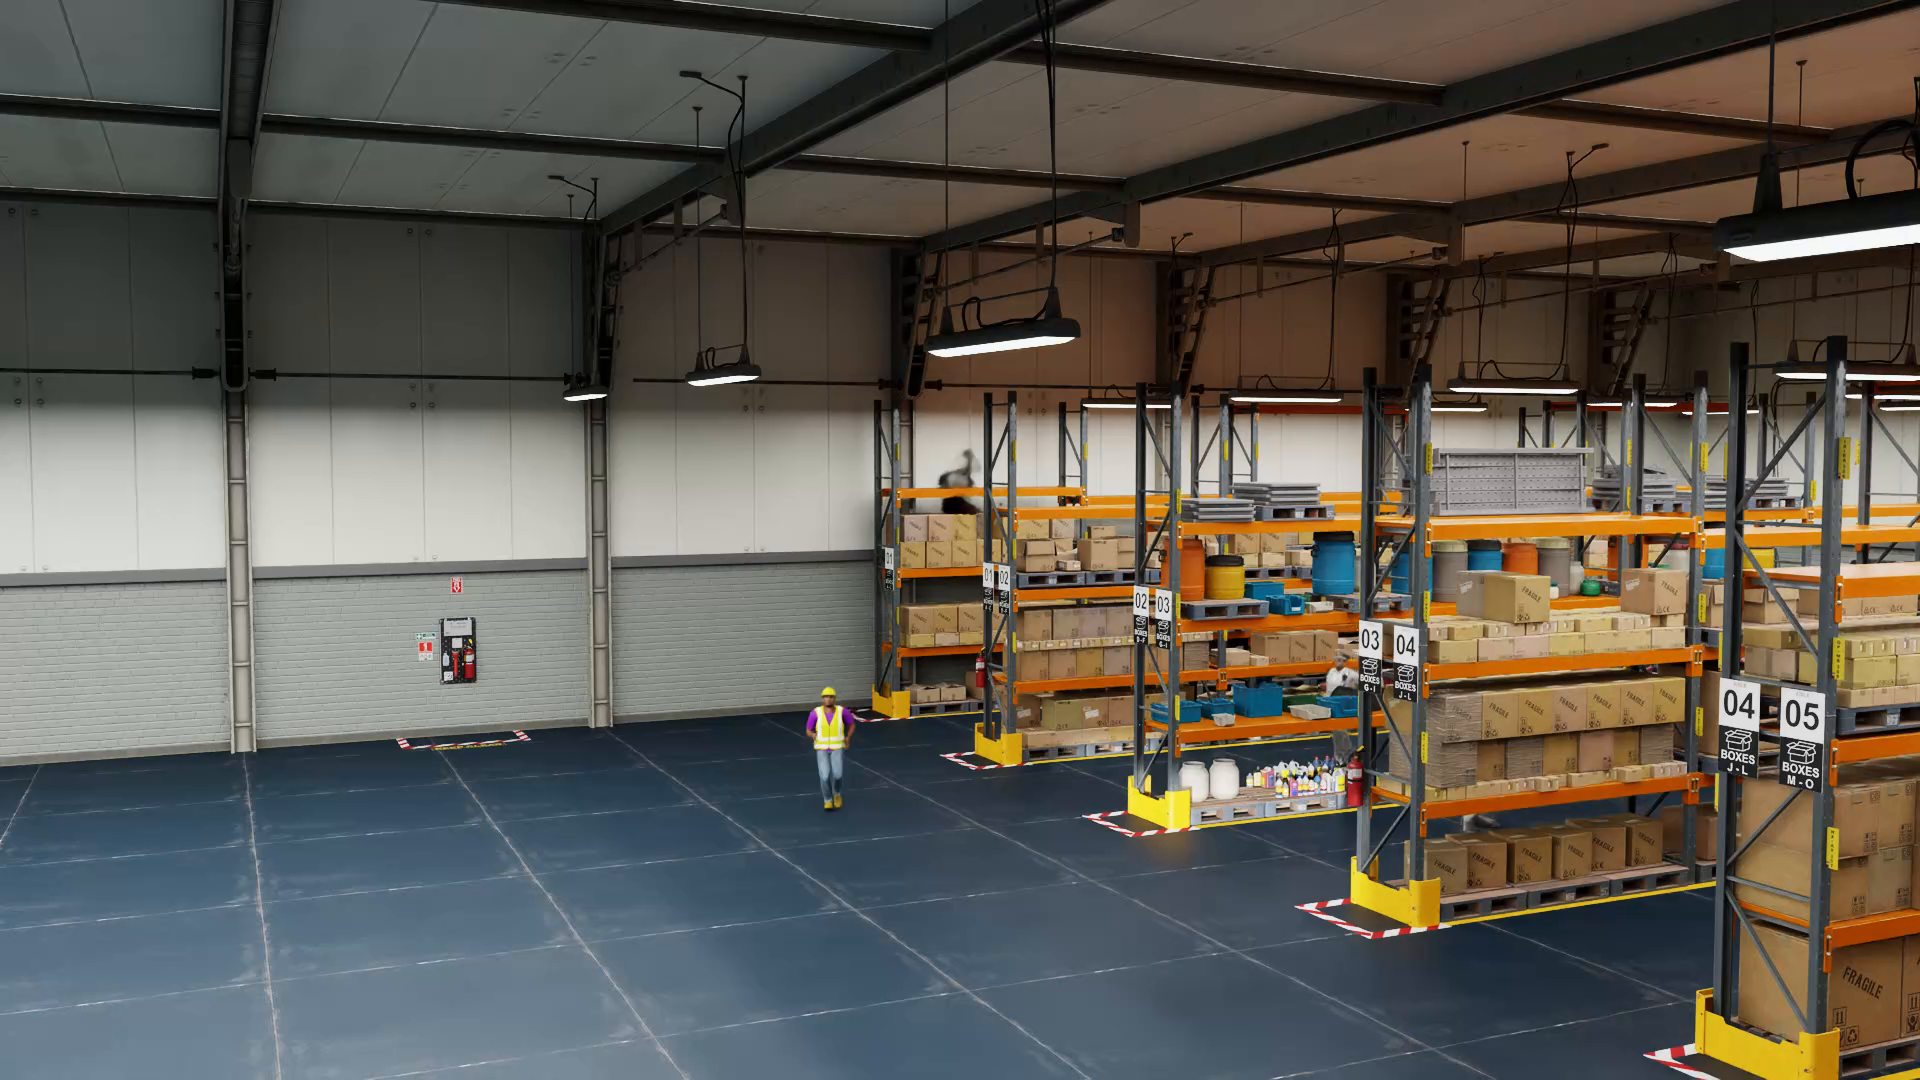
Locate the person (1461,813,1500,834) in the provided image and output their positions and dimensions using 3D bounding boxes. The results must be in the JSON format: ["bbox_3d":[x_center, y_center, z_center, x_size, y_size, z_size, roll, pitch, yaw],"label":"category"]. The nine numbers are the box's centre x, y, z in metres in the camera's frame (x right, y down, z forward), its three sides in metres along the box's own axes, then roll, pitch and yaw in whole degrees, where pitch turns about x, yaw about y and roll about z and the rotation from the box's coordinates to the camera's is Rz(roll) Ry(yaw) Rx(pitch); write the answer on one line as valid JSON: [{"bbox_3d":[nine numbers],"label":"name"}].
[{"bbox_3d":[6.454,3.104,20.670,0.828,1.747,0.727,-2,4,-32],"label":"person"}]

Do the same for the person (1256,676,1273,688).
[{"bbox_3d":[5.818,2.547,31.681,0.559,1.546,0.532,-2,4,-30],"label":"person"}]

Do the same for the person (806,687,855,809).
[{"bbox_3d":[-1.818,2.930,23.300,0.685,1.724,0.600,0,3,-2],"label":"person"}]

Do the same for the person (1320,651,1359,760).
[{"bbox_3d":[6.148,2.716,26.932,0.755,1.845,0.640,-2,4,-33],"label":"person"}]
